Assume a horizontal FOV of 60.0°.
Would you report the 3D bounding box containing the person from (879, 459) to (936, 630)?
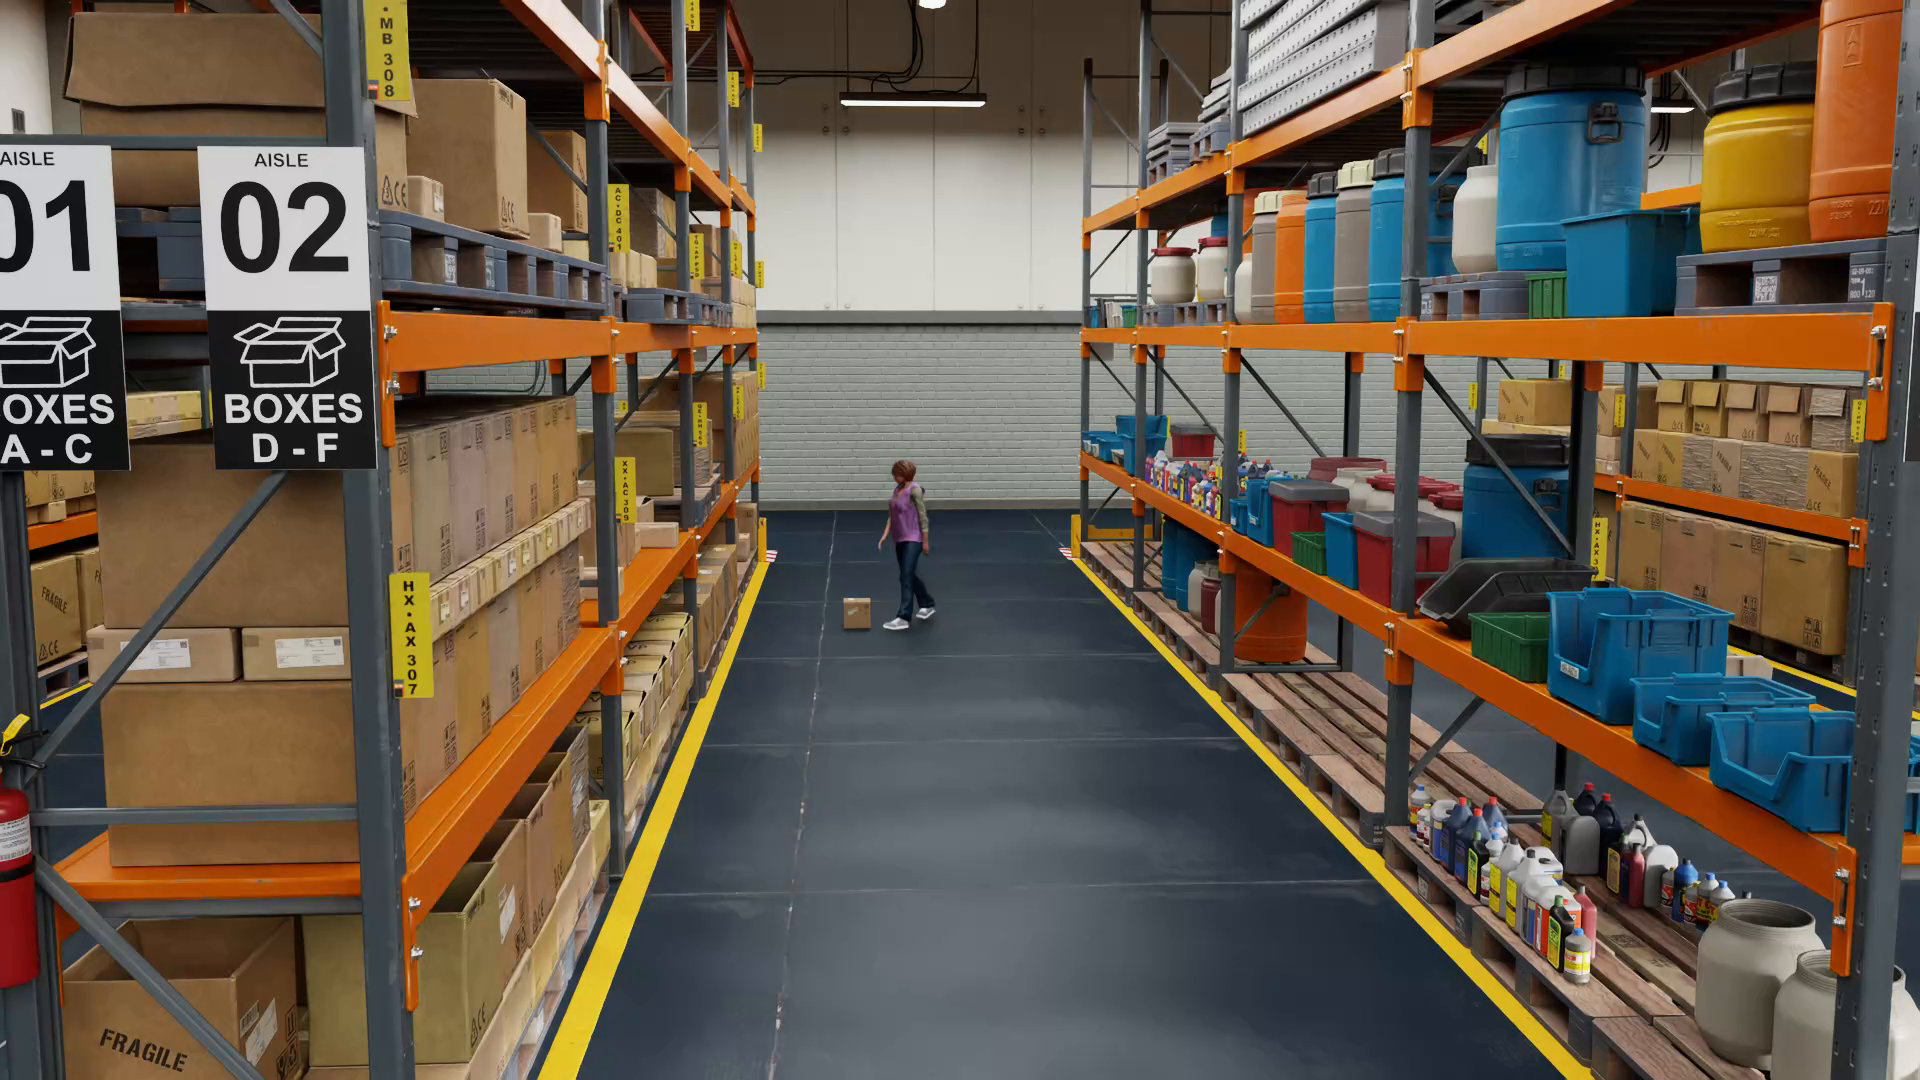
[{"bbox_3d":[-0.483,0.027,15.658,0.750,1.543,0.462,-4,8,-31],"label":"person"}]
